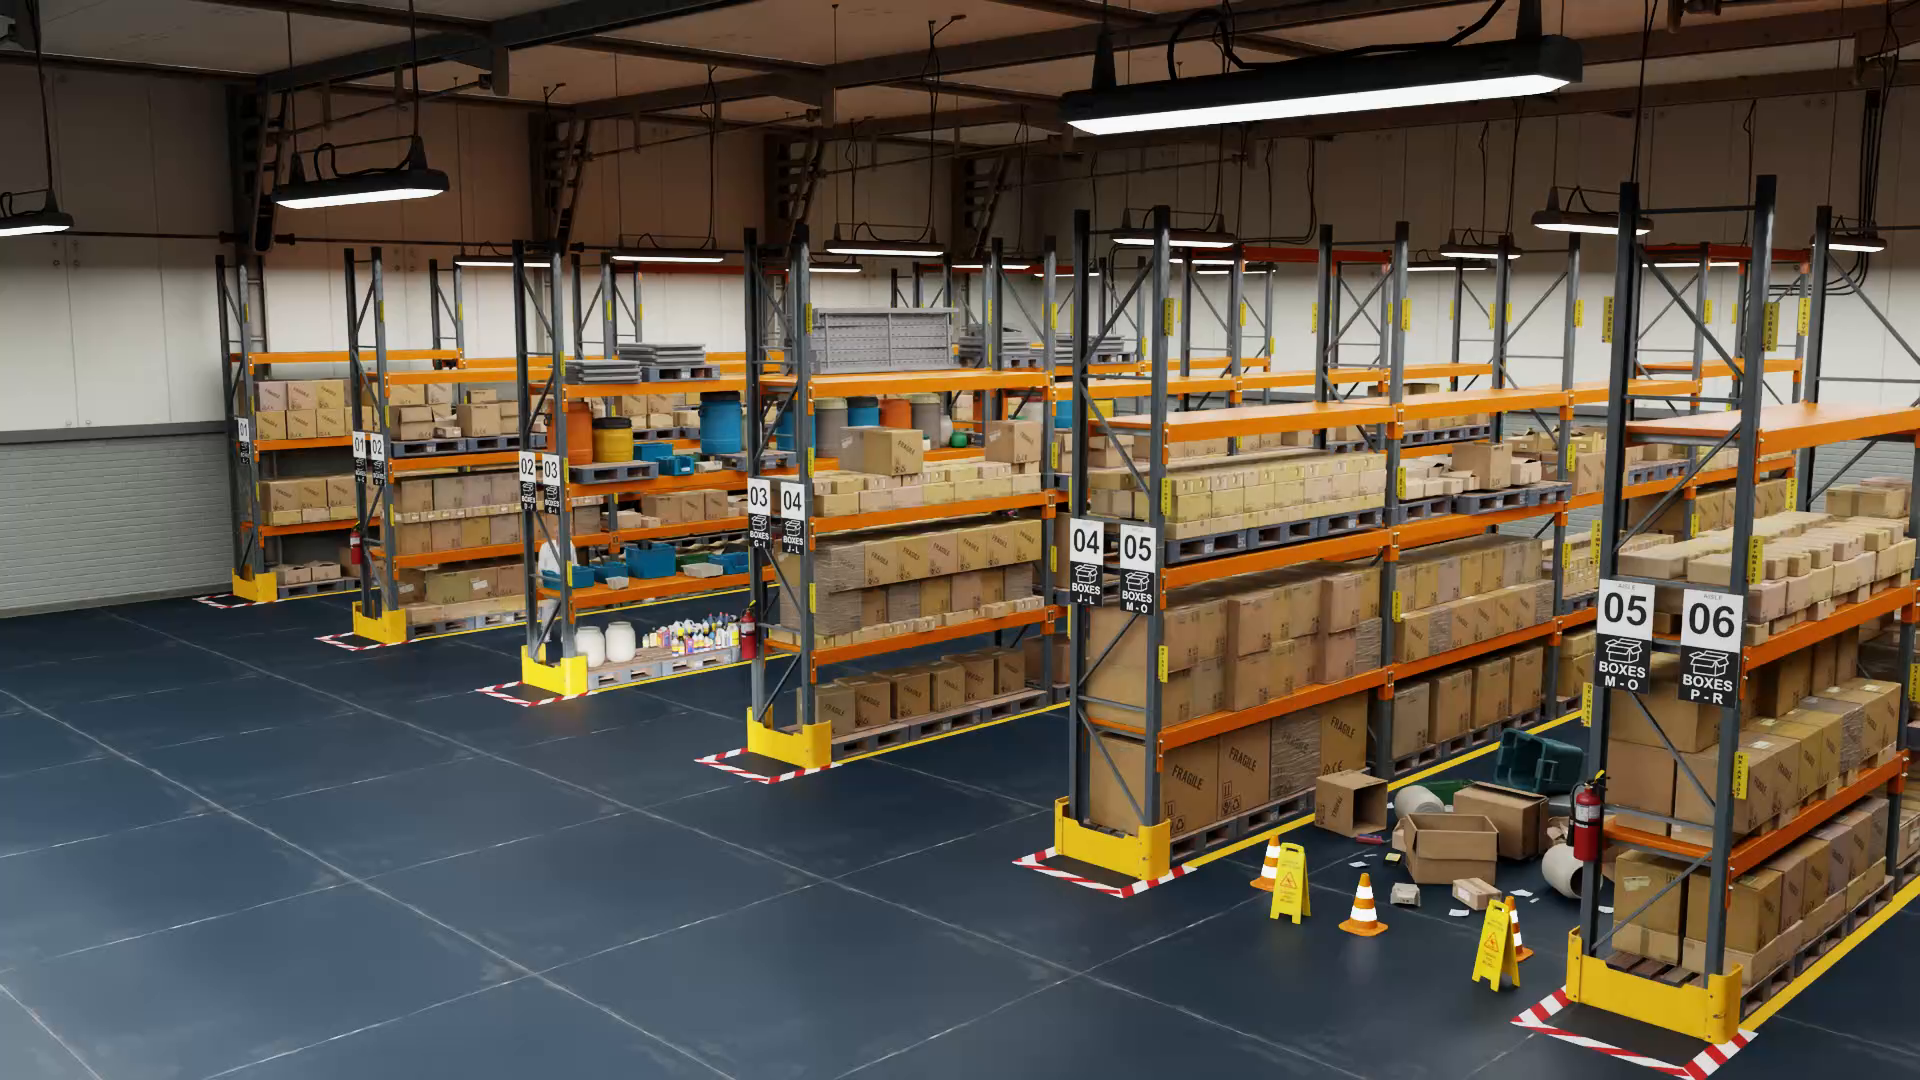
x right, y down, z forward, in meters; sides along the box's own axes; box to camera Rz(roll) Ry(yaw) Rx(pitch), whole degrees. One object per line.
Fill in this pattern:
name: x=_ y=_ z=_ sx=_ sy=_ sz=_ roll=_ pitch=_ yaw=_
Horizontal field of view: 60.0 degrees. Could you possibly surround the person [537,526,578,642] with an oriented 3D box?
person: x=-6.188 y=0.661 z=25.604 sx=0.630 sy=1.794 sz=0.474 roll=-4 pitch=9 yaw=-25
